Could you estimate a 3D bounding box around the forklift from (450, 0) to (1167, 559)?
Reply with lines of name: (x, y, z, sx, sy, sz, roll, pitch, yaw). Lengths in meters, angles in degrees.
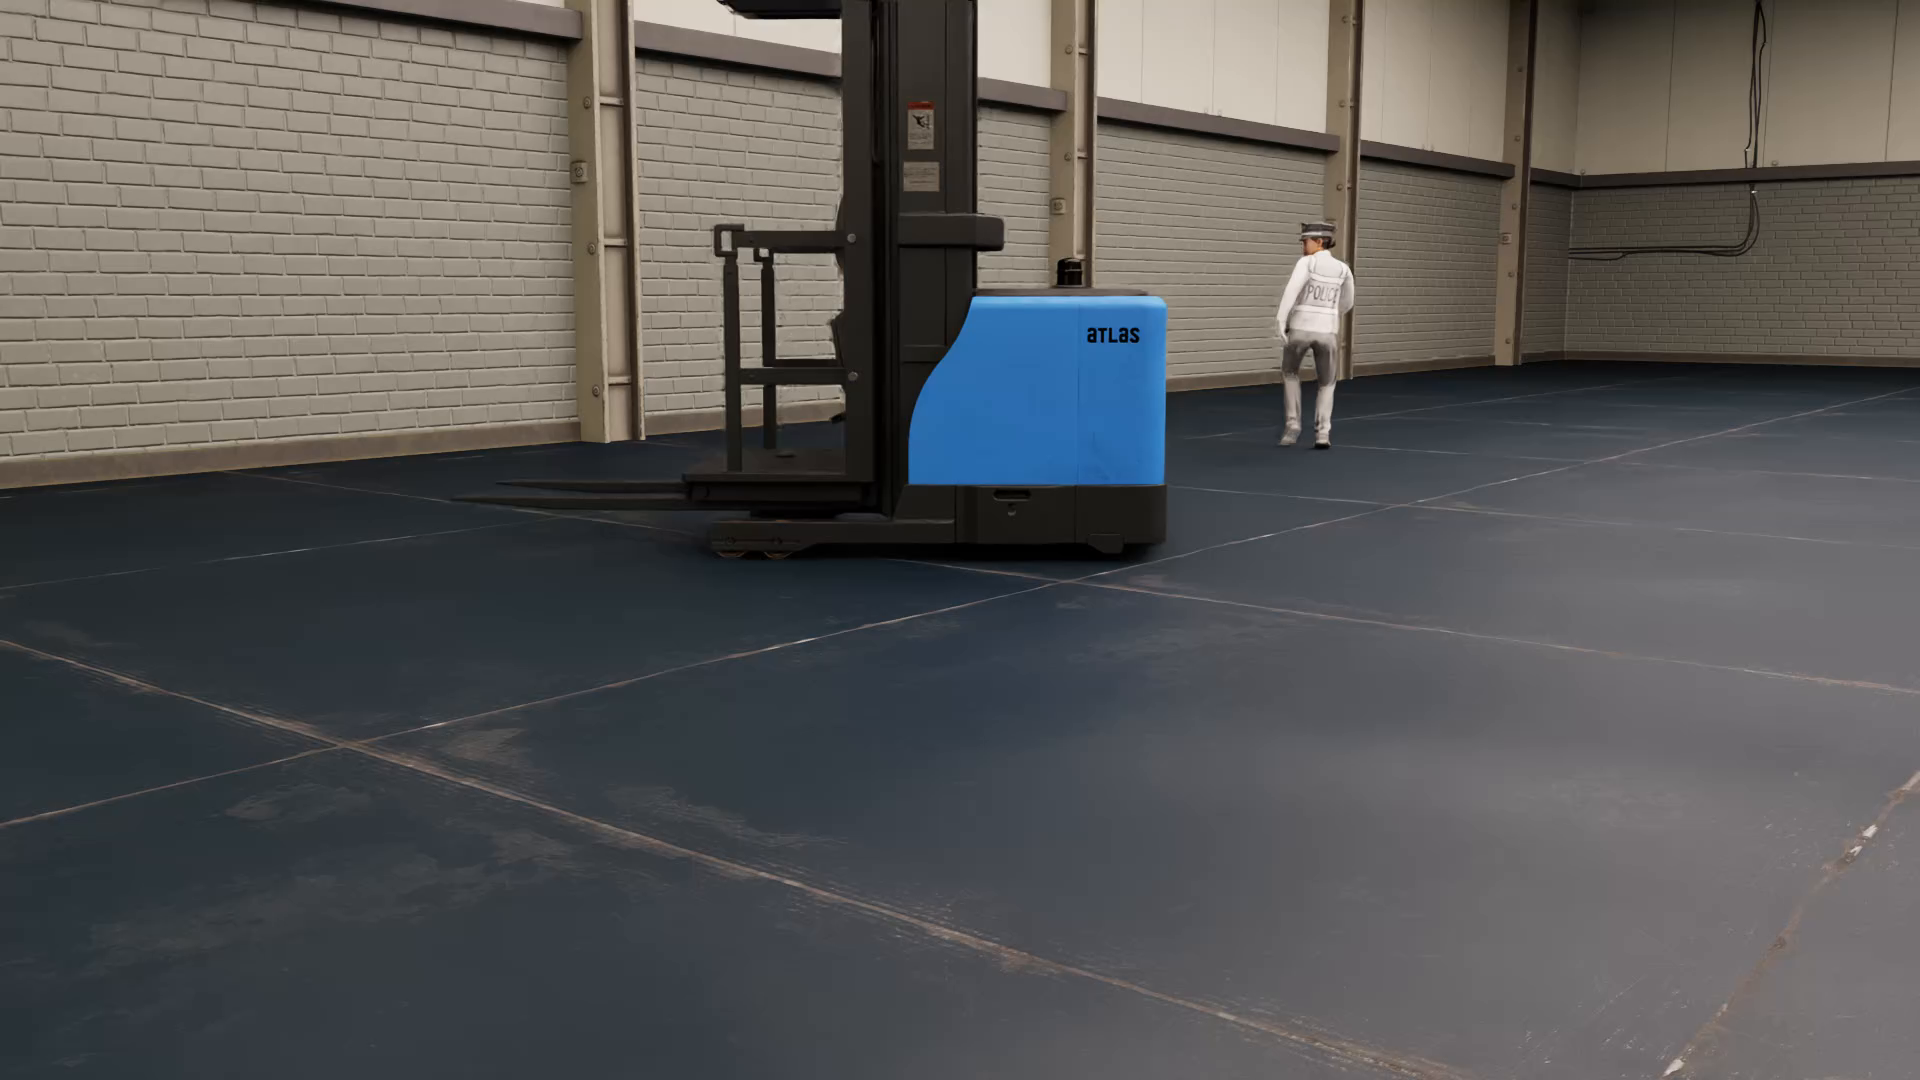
forklift: (-0.645, -1.446, 7.166, 3.031, 2.935, 1.130, 0, 8, 2)

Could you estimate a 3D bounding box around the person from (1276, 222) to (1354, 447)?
person: (2.513, -1.437, 11.860, 0.617, 1.643, 0.706, 0, 8, 1)
